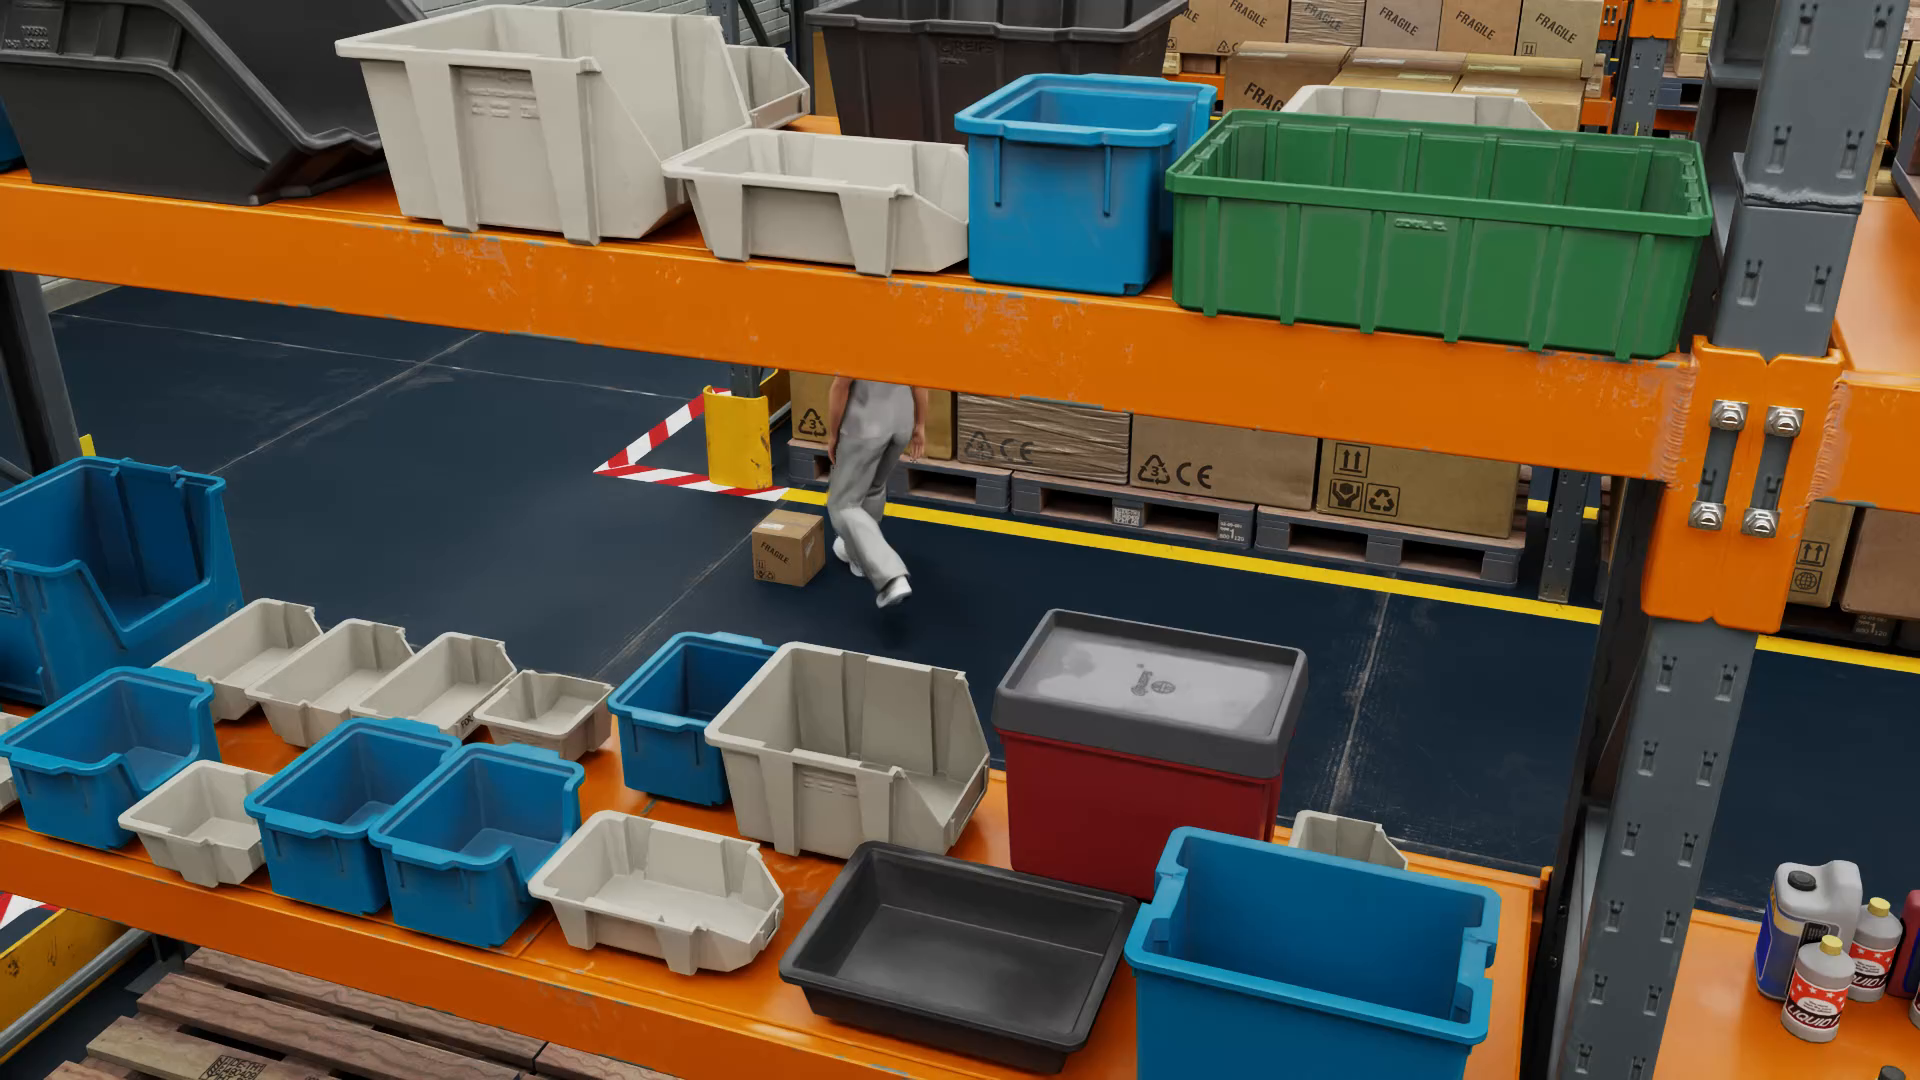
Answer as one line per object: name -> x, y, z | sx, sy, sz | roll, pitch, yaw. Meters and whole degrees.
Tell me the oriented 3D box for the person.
person -> -0.392, -0.502, 7.181 | 0.462, 1.636, 0.864 | -20, 32, -36
